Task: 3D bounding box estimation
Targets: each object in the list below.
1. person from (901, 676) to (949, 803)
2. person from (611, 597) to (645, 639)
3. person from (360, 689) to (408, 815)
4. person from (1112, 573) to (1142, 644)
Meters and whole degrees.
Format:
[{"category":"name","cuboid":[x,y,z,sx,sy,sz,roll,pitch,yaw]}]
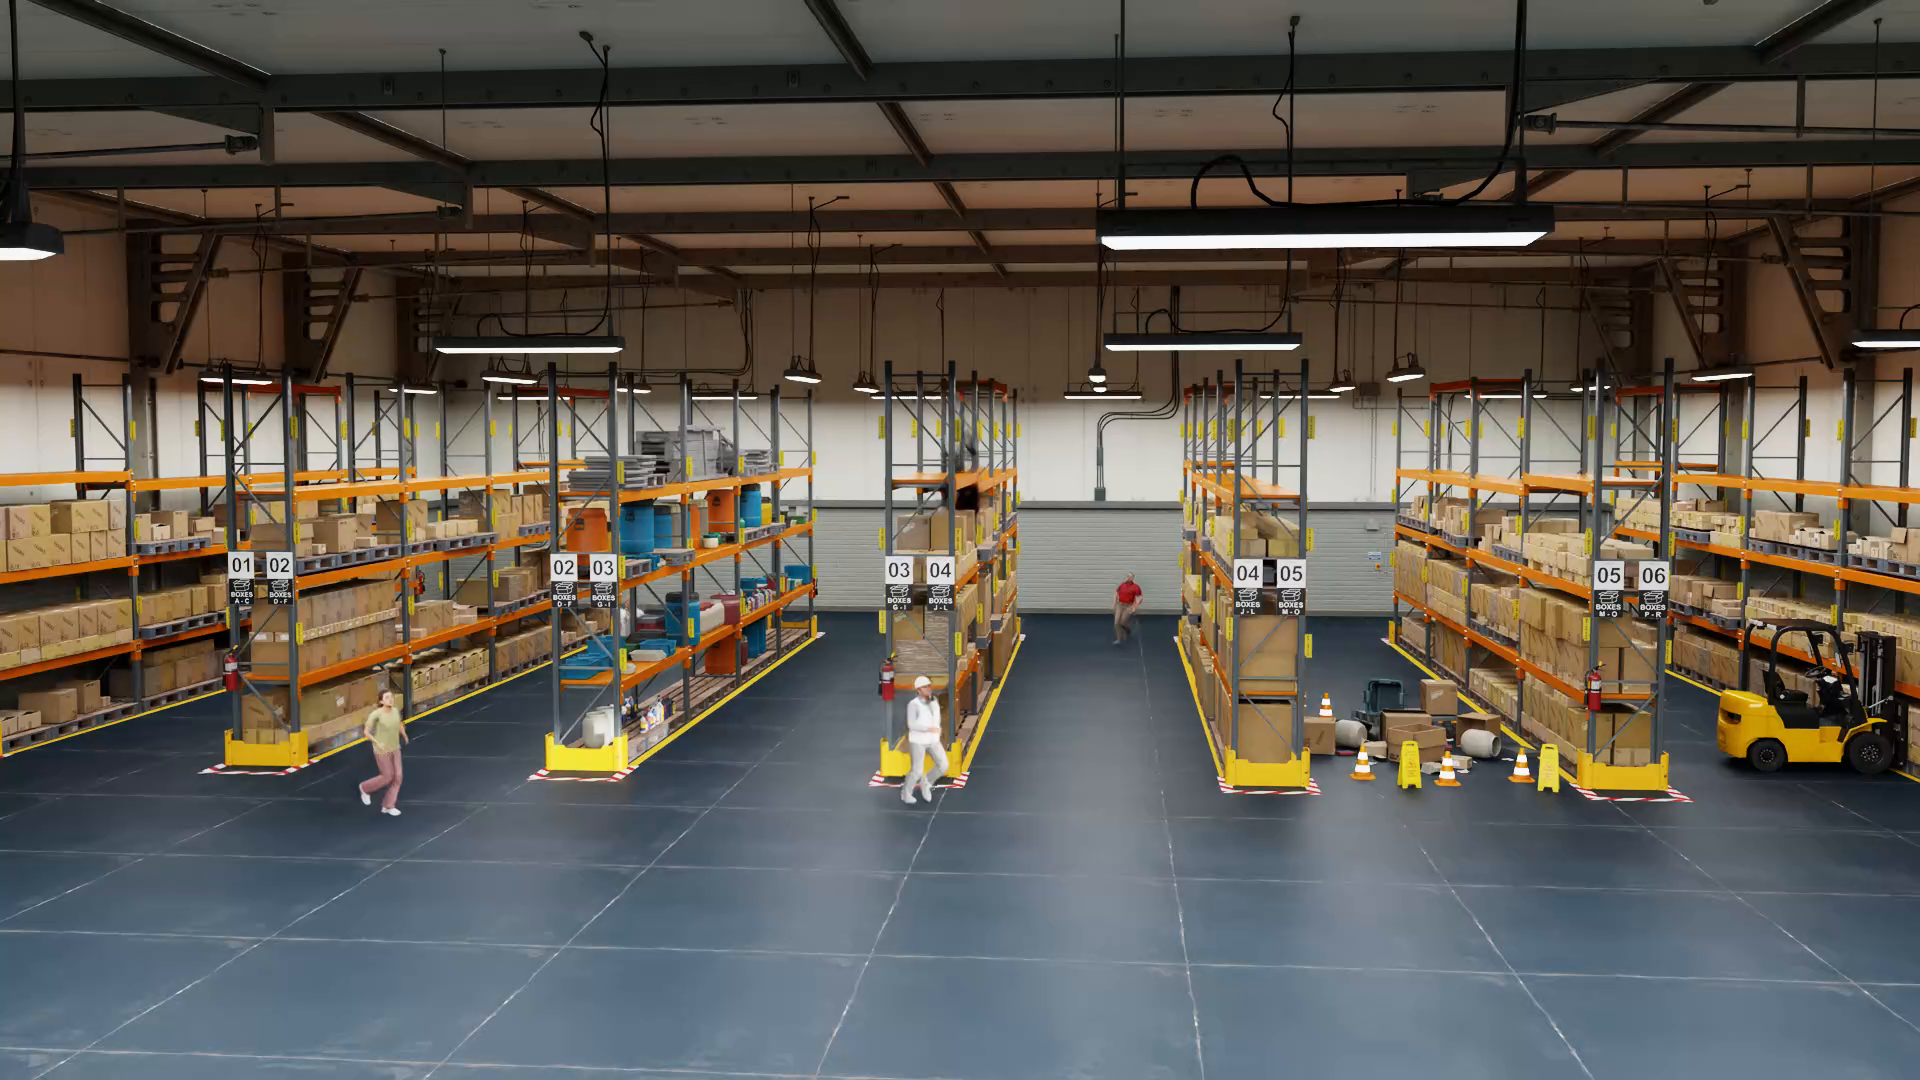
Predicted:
[{"category":"person","cuboid":[-0.445,2.662,22.122,0.679,1.726,0.801,-3,5,-39]},{"category":"person","cuboid":[-6.467,1.985,32.522,0.721,1.750,0.895,0,4,2]},{"category":"person","cuboid":[-7.545,2.762,21.811,0.610,1.643,0.578,2,4,32]},{"category":"person","cuboid":[3.894,1.612,39.095,0.718,1.672,0.508,3,5,37]}]
